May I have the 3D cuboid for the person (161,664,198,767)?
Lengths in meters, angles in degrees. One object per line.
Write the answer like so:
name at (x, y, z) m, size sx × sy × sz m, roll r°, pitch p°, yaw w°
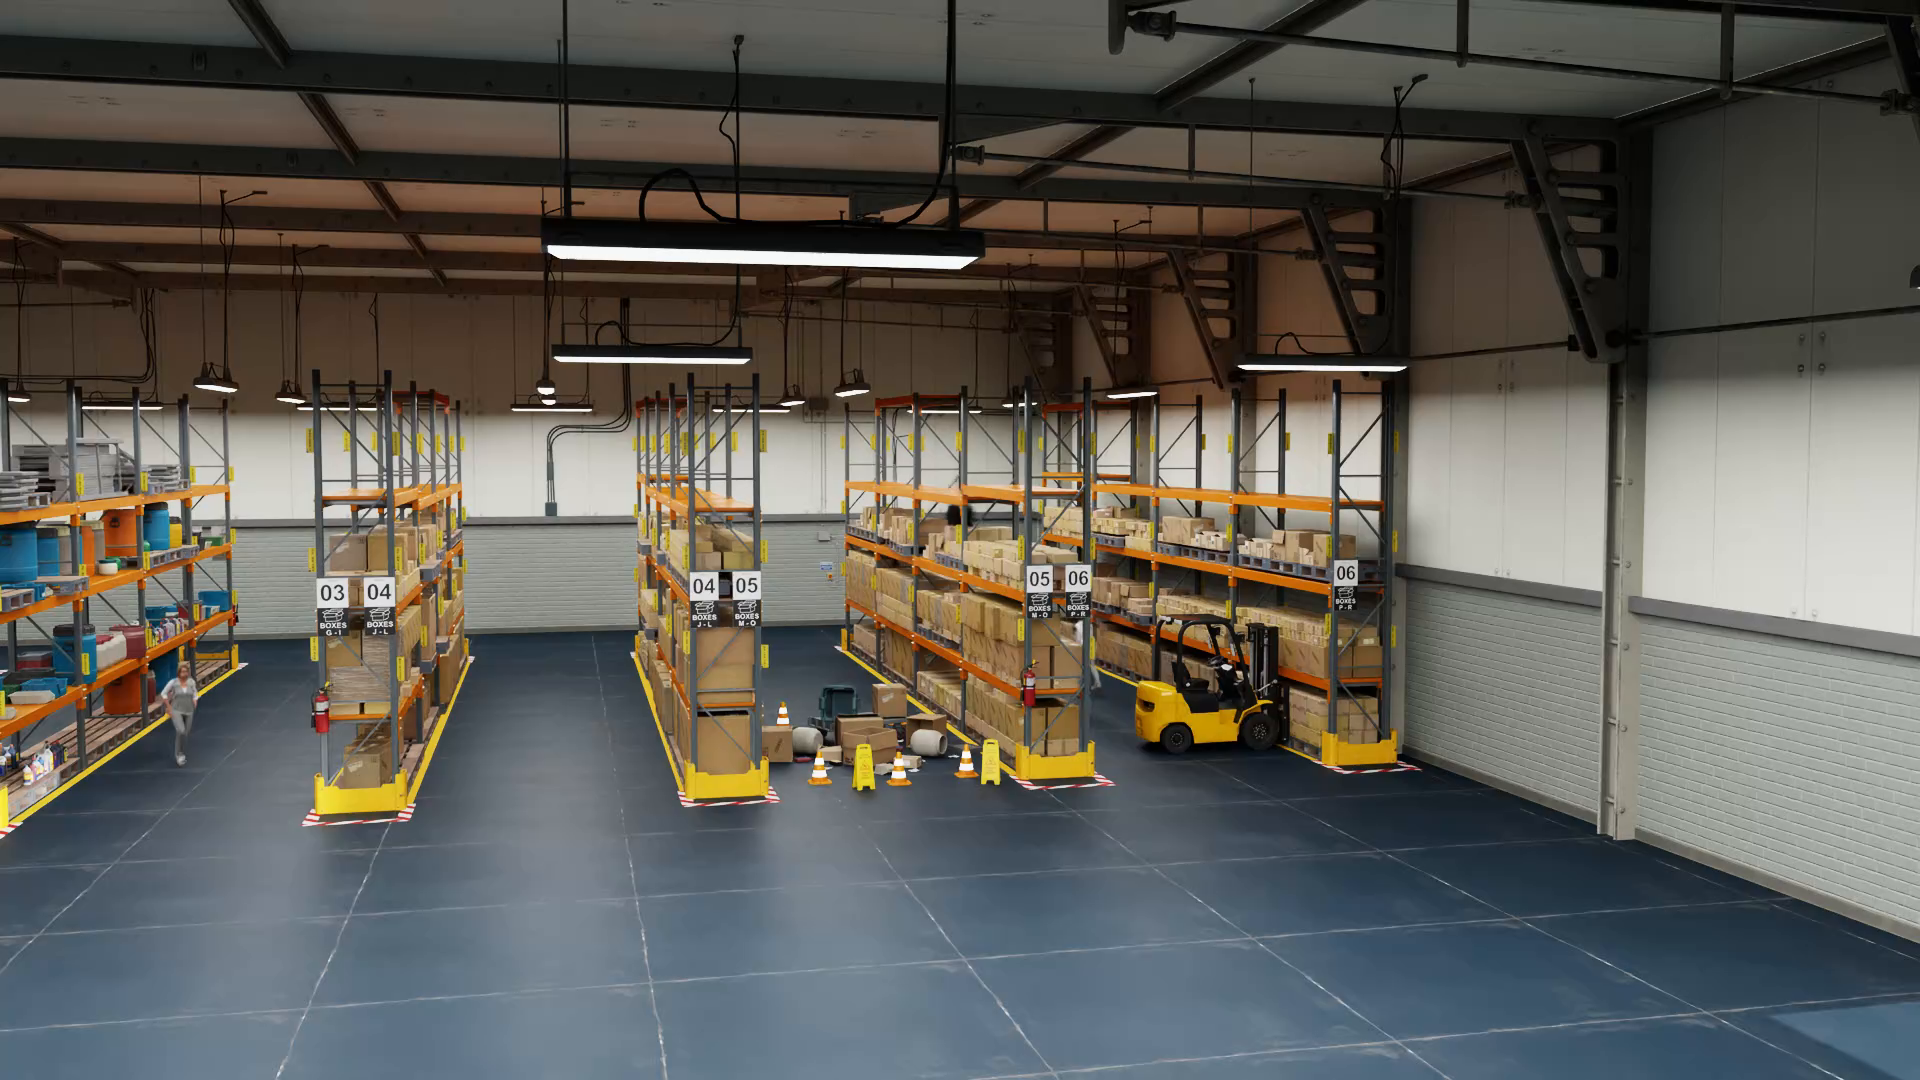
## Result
person at (-12.135, 2.733, 25.921) m, size 0.482 × 1.592 × 0.762 m, roll -3°, pitch 4°, yaw -42°

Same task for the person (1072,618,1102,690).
person at (2.527, 2.237, 33.610) m, size 0.598 × 1.664 × 0.942 m, roll -2°, pitch 4°, yaw -30°
